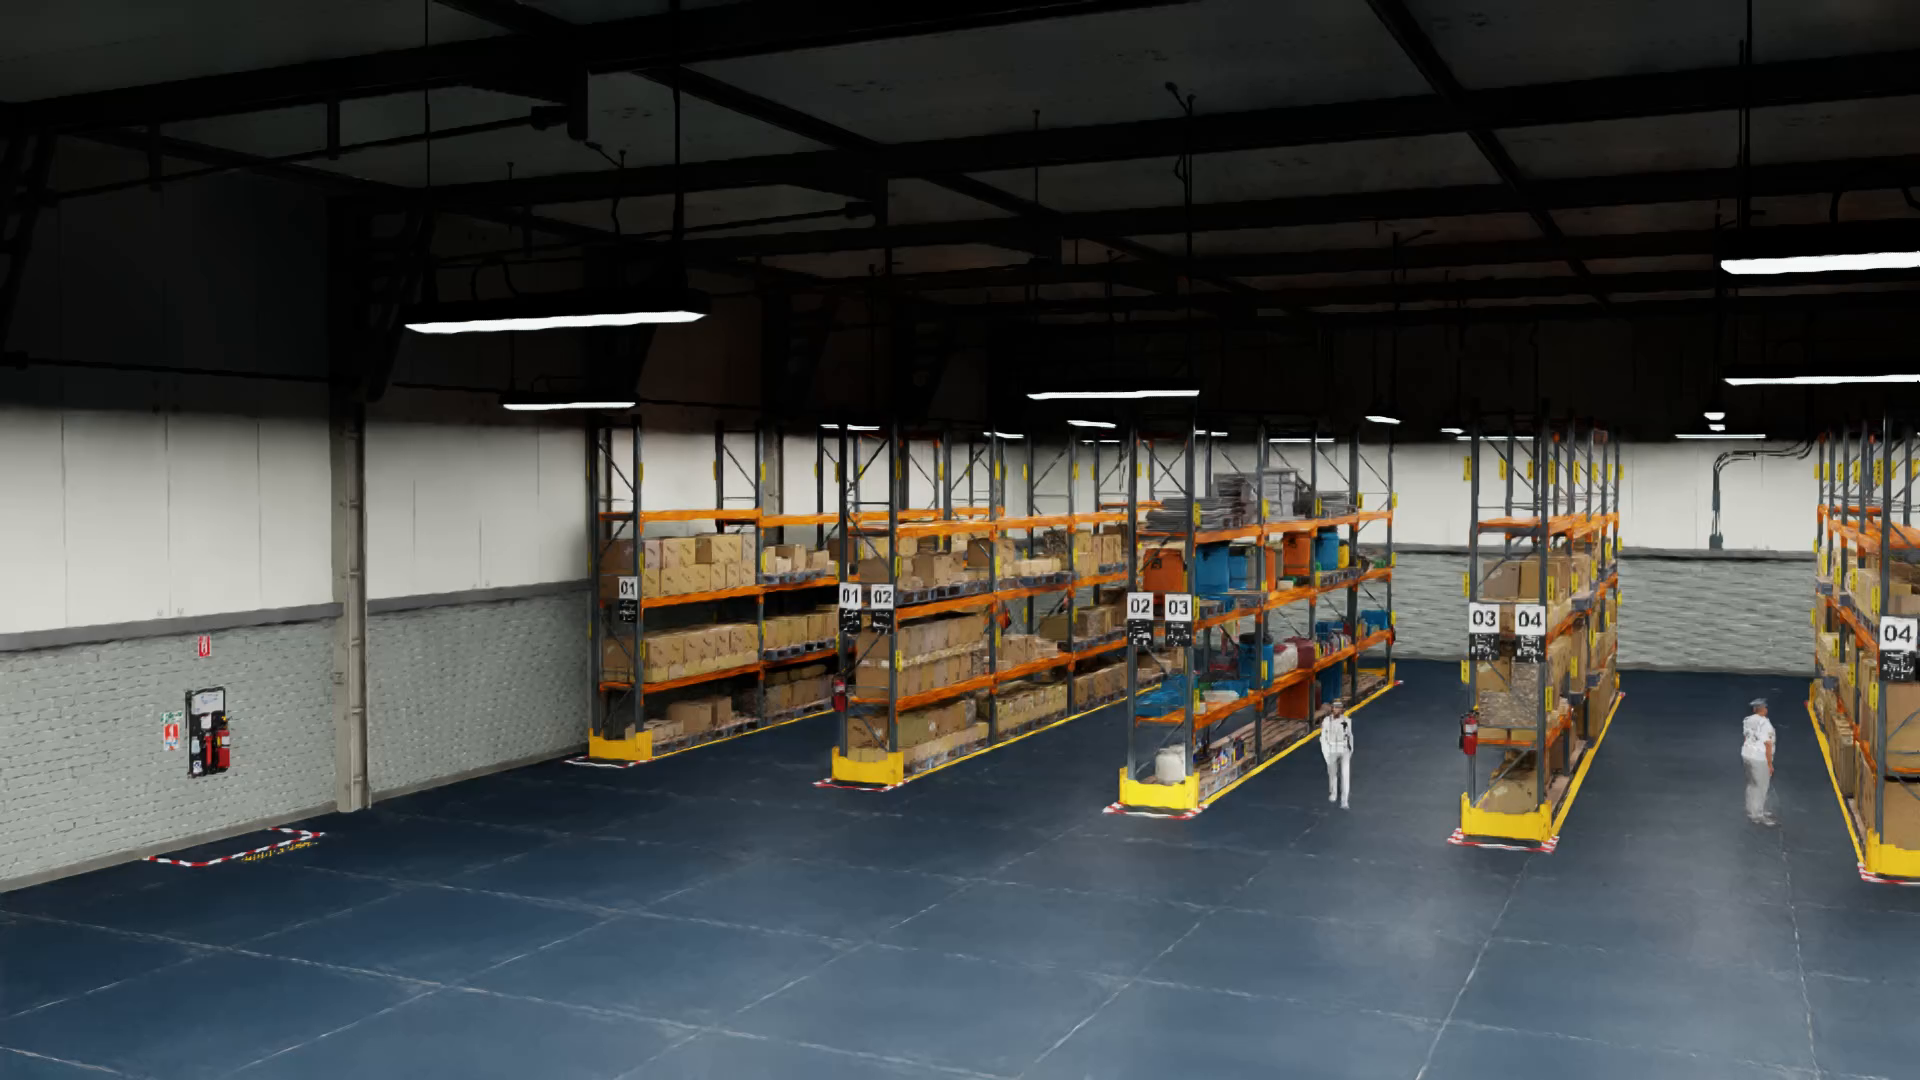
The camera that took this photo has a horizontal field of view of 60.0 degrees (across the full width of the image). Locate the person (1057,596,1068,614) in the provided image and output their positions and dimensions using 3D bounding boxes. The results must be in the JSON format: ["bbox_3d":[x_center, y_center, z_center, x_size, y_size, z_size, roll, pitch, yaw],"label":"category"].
[{"bbox_3d":[2.839,2.333,44.661,0.543,1.648,1.115,1,3,27],"label":"person"}]

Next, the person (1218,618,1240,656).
[{"bbox_3d":[6.923,2.434,42.697,0.611,1.602,0.817,0,2,8],"label":"person"}]

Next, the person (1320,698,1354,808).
[{"bbox_3d":[5.627,3.149,24.850,0.483,1.621,0.993,1,2,17],"label":"person"}]

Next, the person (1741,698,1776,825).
[{"bbox_3d":[11.423,3.135,23.713,0.475,1.761,0.595,0,2,-6],"label":"person"}]
